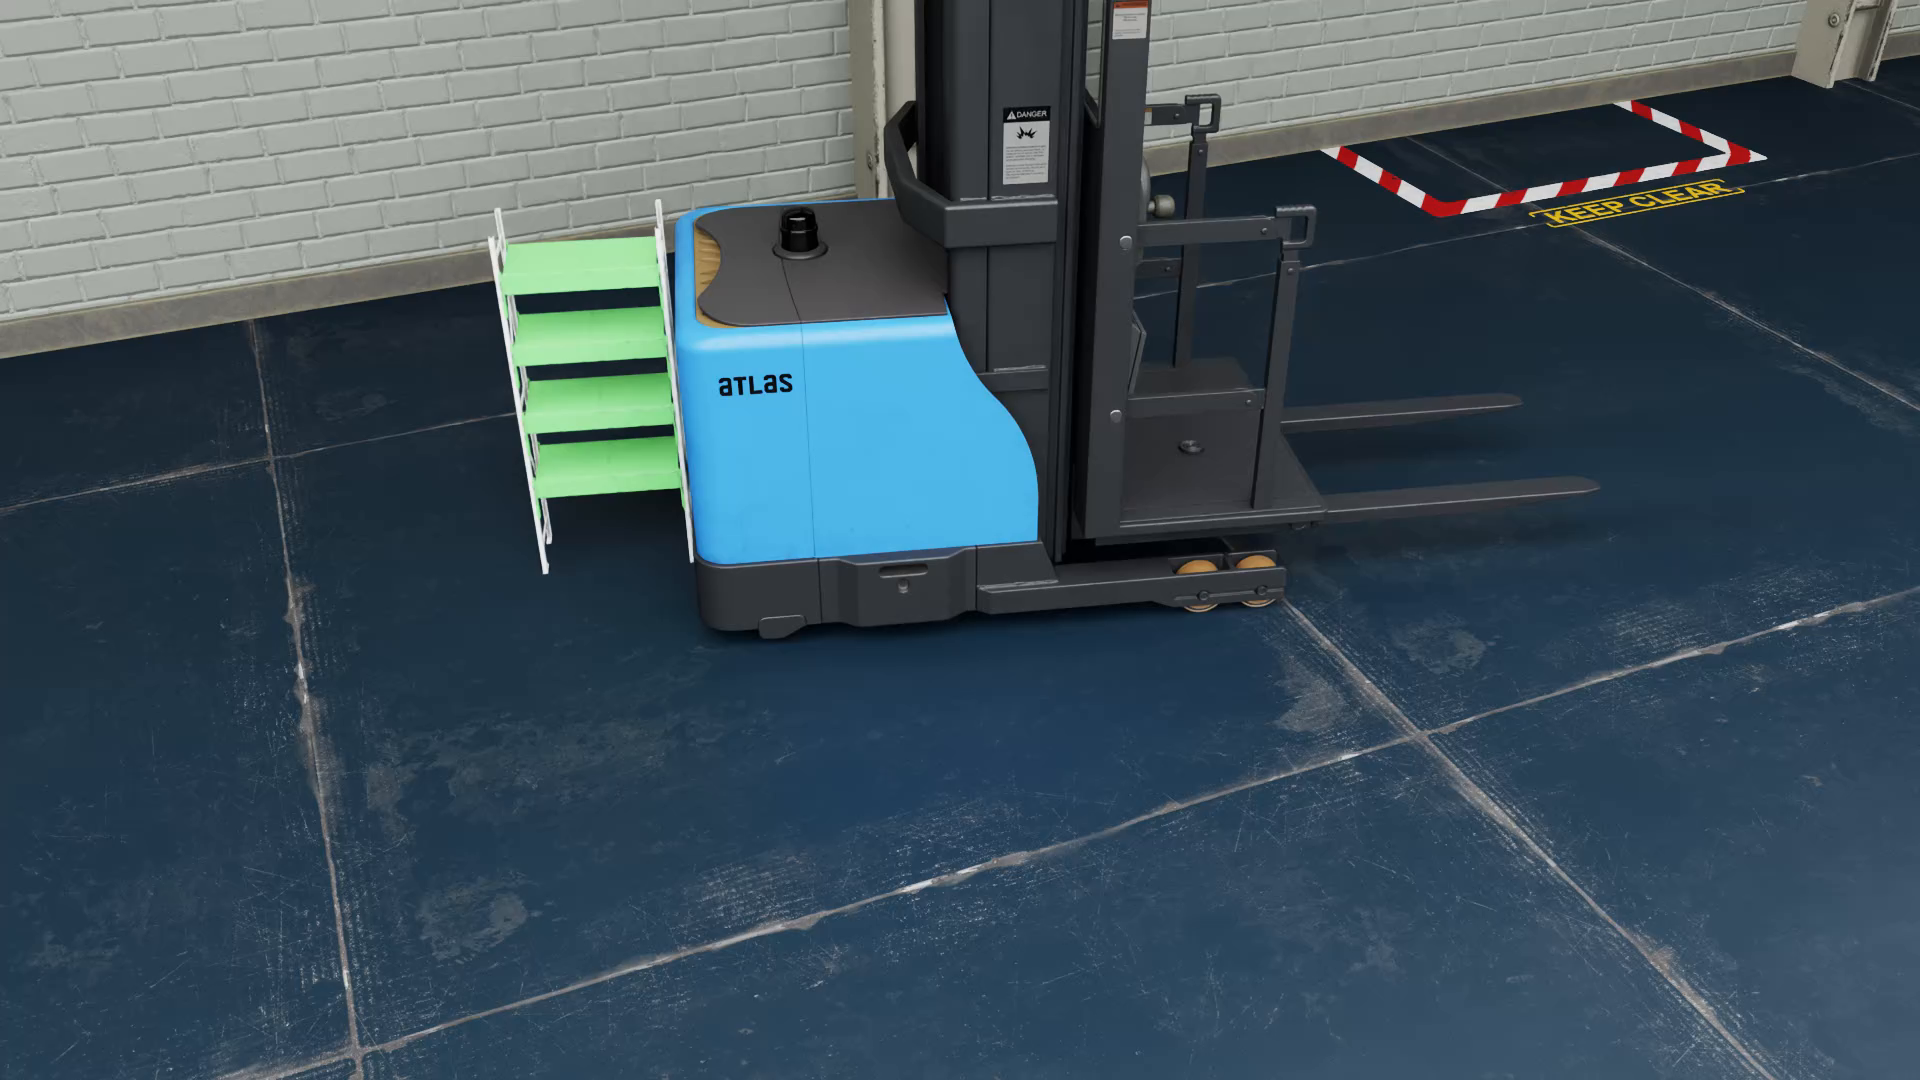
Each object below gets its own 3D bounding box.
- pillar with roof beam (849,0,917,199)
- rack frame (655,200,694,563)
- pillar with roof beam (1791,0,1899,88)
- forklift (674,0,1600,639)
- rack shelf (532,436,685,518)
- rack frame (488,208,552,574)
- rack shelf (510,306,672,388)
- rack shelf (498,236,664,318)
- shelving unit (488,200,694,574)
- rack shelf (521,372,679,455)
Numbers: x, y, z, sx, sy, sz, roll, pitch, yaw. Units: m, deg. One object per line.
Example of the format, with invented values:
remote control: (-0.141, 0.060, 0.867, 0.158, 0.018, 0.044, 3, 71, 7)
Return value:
pillar with roof beam: (1.400, -3.141, 2.326, 0.400, 9.000, 9.100, -13, 35, -19)
rack frame: (-0.923, -0.492, 5.406, 0.015, 1.200, 0.240, -5, 33, -7)
pillar with roof beam: (6.932, -4.408, 4.273, 0.400, 9.000, 9.100, -13, 35, -19)
forklift: (0.616, -1.277, 5.025, 3.031, 2.935, 1.130, -5, 33, -7)
rack shelf: (-1.165, -0.218, 5.542, 0.480, 0.148, 0.258, -5, 33, -7)
rack frame: (-1.406, -0.454, 5.347, 0.015, 1.200, 0.240, -5, 33, -7)
rack shelf: (-1.165, -0.620, 5.281, 0.480, 0.148, 0.258, -5, 33, -7)
rack shelf: (-1.165, -0.822, 5.150, 0.480, 0.148, 0.258, -5, 33, -7)
shelving unit: (-1.165, -0.473, 5.377, 0.503, 1.200, 0.258, -5, 33, -7)
rack shelf: (-1.165, -0.419, 5.411, 0.480, 0.148, 0.258, -5, 33, -7)
